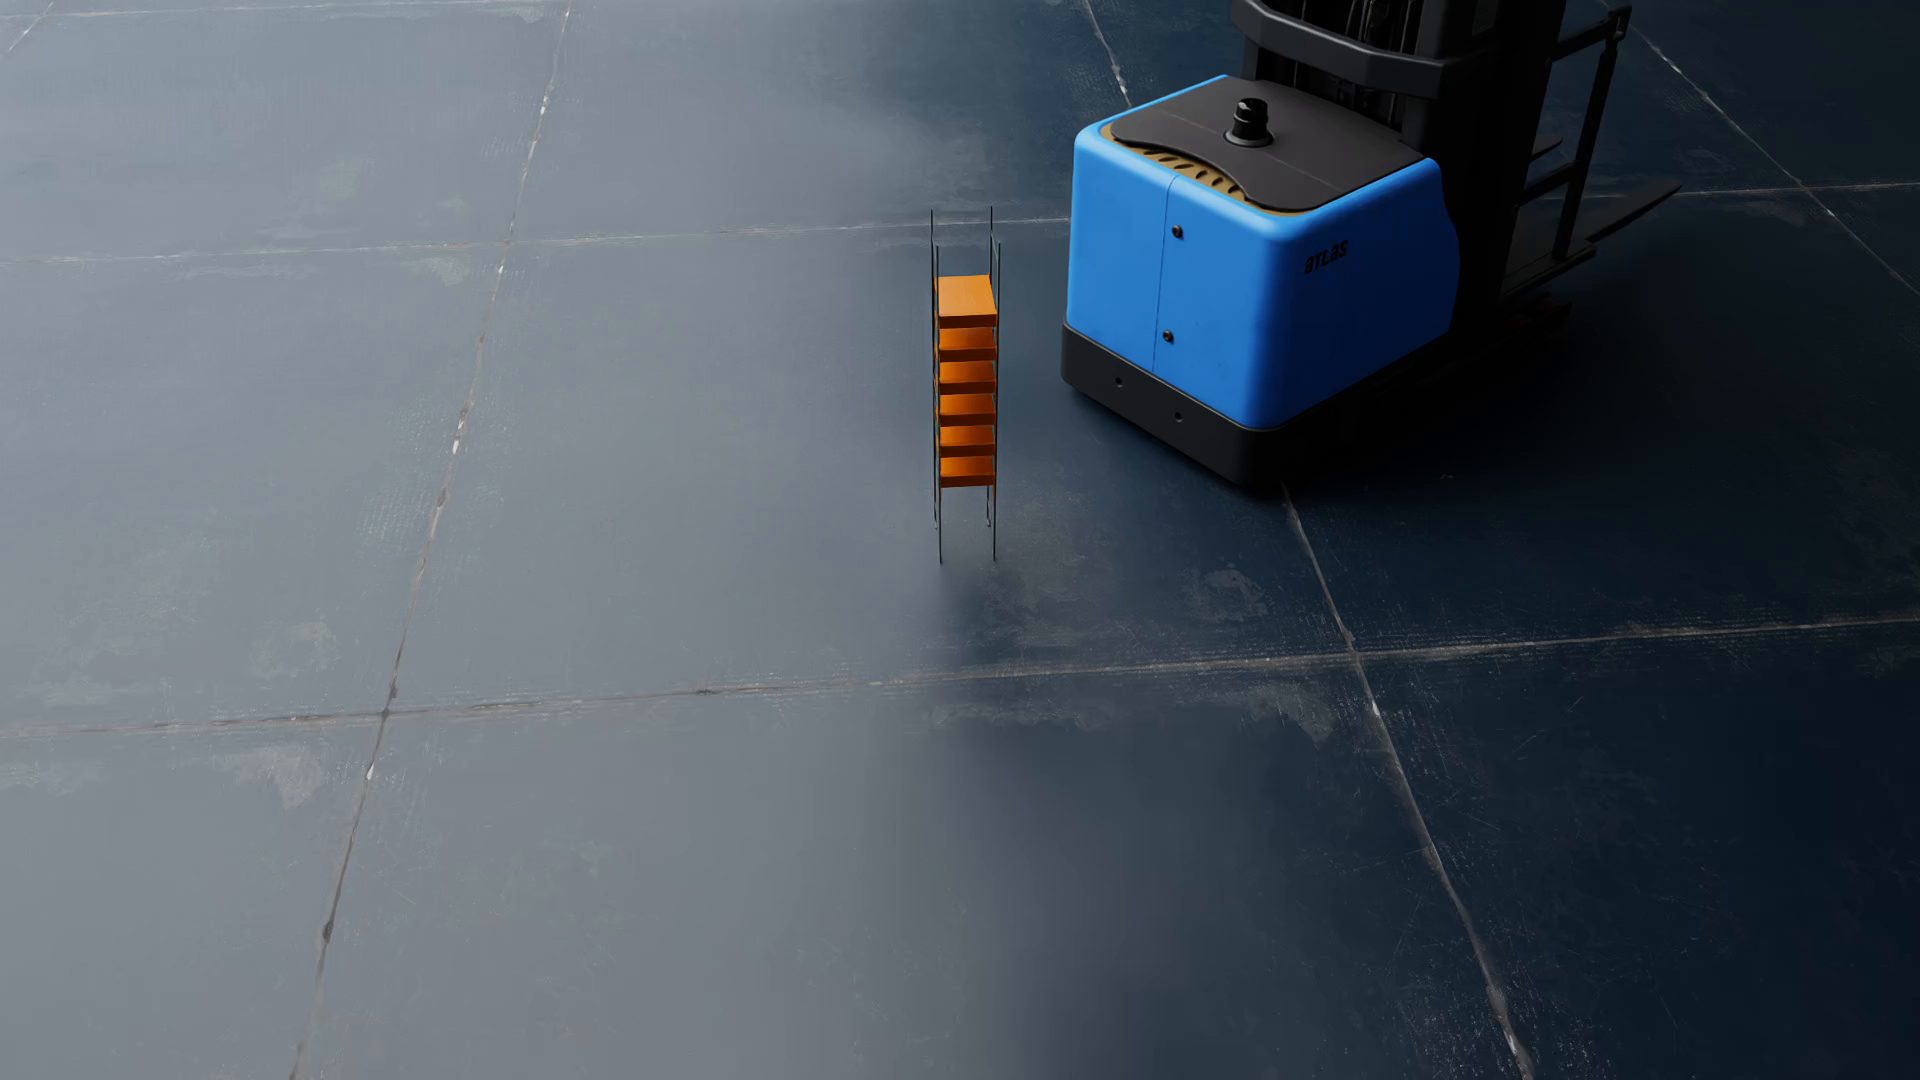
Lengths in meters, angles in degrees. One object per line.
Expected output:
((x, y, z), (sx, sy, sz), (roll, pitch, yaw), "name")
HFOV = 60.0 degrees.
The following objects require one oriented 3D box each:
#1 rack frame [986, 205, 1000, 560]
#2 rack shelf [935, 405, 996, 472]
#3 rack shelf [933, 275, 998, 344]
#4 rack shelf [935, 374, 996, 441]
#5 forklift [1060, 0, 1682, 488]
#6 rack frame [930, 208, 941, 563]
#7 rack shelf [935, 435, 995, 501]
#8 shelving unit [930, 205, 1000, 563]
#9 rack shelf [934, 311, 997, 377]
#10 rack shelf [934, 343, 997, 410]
((0.106, -0.477, 5.355), (0.006, 1.200, 0.240), (-3, 38, -4), "rack frame")
((0.014, -0.343, 5.451), (0.180, 0.103, 0.258), (-3, 38, -4), "rack shelf")
((0.014, -0.720, 5.154), (0.180, 0.103, 0.258), (-3, 38, -4), "rack shelf")
((0.014, -0.437, 5.377), (0.180, 0.103, 0.258), (-3, 38, -4), "rack shelf")
((1.835, -2.106, 6.023), (3.031, 2.935, 1.130), (-28, 46, -31), "forklift")
((-0.077, -0.467, 5.343), (0.006, 1.200, 0.240), (-3, 38, -4), "rack frame")
((0.014, -0.249, 5.525), (0.180, 0.103, 0.258), (-3, 38, -4), "rack shelf")
((0.014, -0.472, 5.349), (0.189, 1.200, 0.258), (-3, 38, -4), "shelving unit")
((0.014, -0.625, 5.228), (0.180, 0.103, 0.258), (-3, 38, -4), "rack shelf")
((0.014, -0.531, 5.302), (0.180, 0.103, 0.258), (-3, 38, -4), "rack shelf")
